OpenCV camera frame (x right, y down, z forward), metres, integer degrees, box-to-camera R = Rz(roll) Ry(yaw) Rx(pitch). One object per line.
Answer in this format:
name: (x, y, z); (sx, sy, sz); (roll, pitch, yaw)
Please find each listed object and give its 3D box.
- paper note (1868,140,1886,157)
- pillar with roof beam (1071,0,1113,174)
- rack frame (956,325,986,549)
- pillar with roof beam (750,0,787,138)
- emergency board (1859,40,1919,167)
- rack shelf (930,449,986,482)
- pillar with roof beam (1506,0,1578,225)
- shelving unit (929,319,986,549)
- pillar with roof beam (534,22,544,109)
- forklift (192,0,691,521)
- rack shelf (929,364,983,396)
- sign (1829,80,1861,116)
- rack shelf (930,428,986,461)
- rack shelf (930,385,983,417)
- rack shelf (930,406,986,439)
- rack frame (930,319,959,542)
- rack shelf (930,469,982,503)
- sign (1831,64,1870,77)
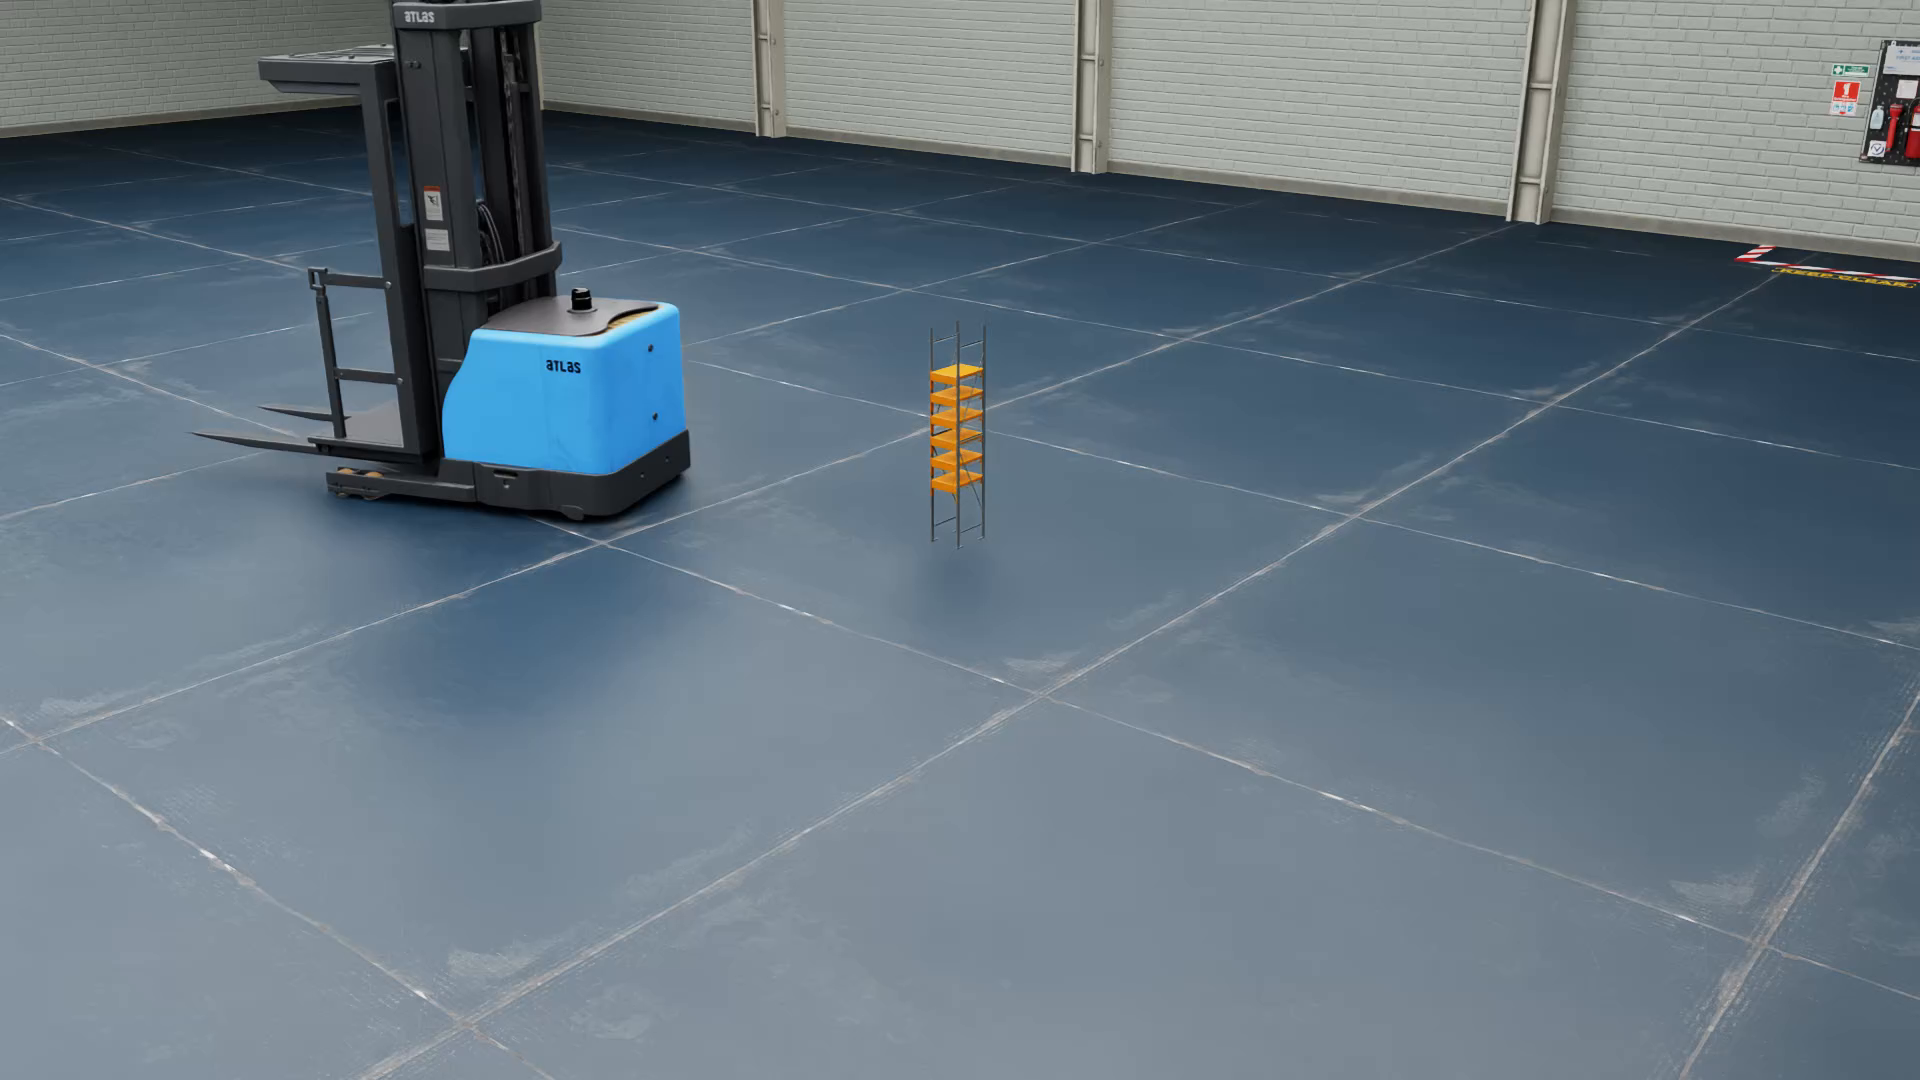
paper note: (9.044, -3.859, 16.398); (0.142, 0.148, 0.016); (16, 26, 36)
pillar with roof beam: (-0.991, -7.958, 17.518); (0.400, 9.000, 9.100); (16, 26, 36)
rack frame: (0.060, -0.544, 8.911); (0.006, 1.200, 0.240); (16, 26, 36)
pillar with roof beam: (-5.639, -9.297, 21.068); (0.400, 9.000, 9.100); (16, 26, 36)
emergency board: (9.137, -4.212, 16.087); (0.643, 1.169, 0.194); (16, 26, 36)
rack shelf: (-0.011, -0.411, 9.023); (0.180, 0.103, 0.258); (16, 26, 36)
pillar with roof beam: (3.657, -6.619, 13.968); (0.400, 9.000, 9.100); (16, 26, 36)
shelving unit: (-0.011, -0.565, 8.965); (0.189, 1.200, 0.258); (16, 26, 36)
pillar with roof beam: (-10.288, -10.635, 24.618); (0.400, 9.000, 9.100); (16, 26, 36)
forklift: (-3.220, -1.772, 9.712); (3.031, 2.935, 1.130); (7, 22, 17)
rack shelf: (-0.011, -0.860, 8.854); (0.180, 0.103, 0.258); (16, 26, 36)
sign: (8.774, -4.381, 16.483); (0.234, 0.329, 0.001); (16, 26, 36)
rack shelf: (-0.011, -0.523, 8.981); (0.180, 0.103, 0.258); (16, 26, 36)
rack shelf: (-0.011, -0.748, 8.896); (0.180, 0.103, 0.258); (16, 26, 36)
rack shelf: (-0.011, -0.635, 8.938); (0.180, 0.103, 0.258); (16, 26, 36)
rack frame: (-0.082, -0.585, 9.019); (0.006, 1.200, 0.240); (16, 26, 36)
rack shelf: (-0.011, -0.298, 9.065); (0.180, 0.103, 0.258); (16, 26, 36)
sign: (8.772, -4.625, 16.380); (0.331, 0.109, 0.001); (16, 26, 36)
